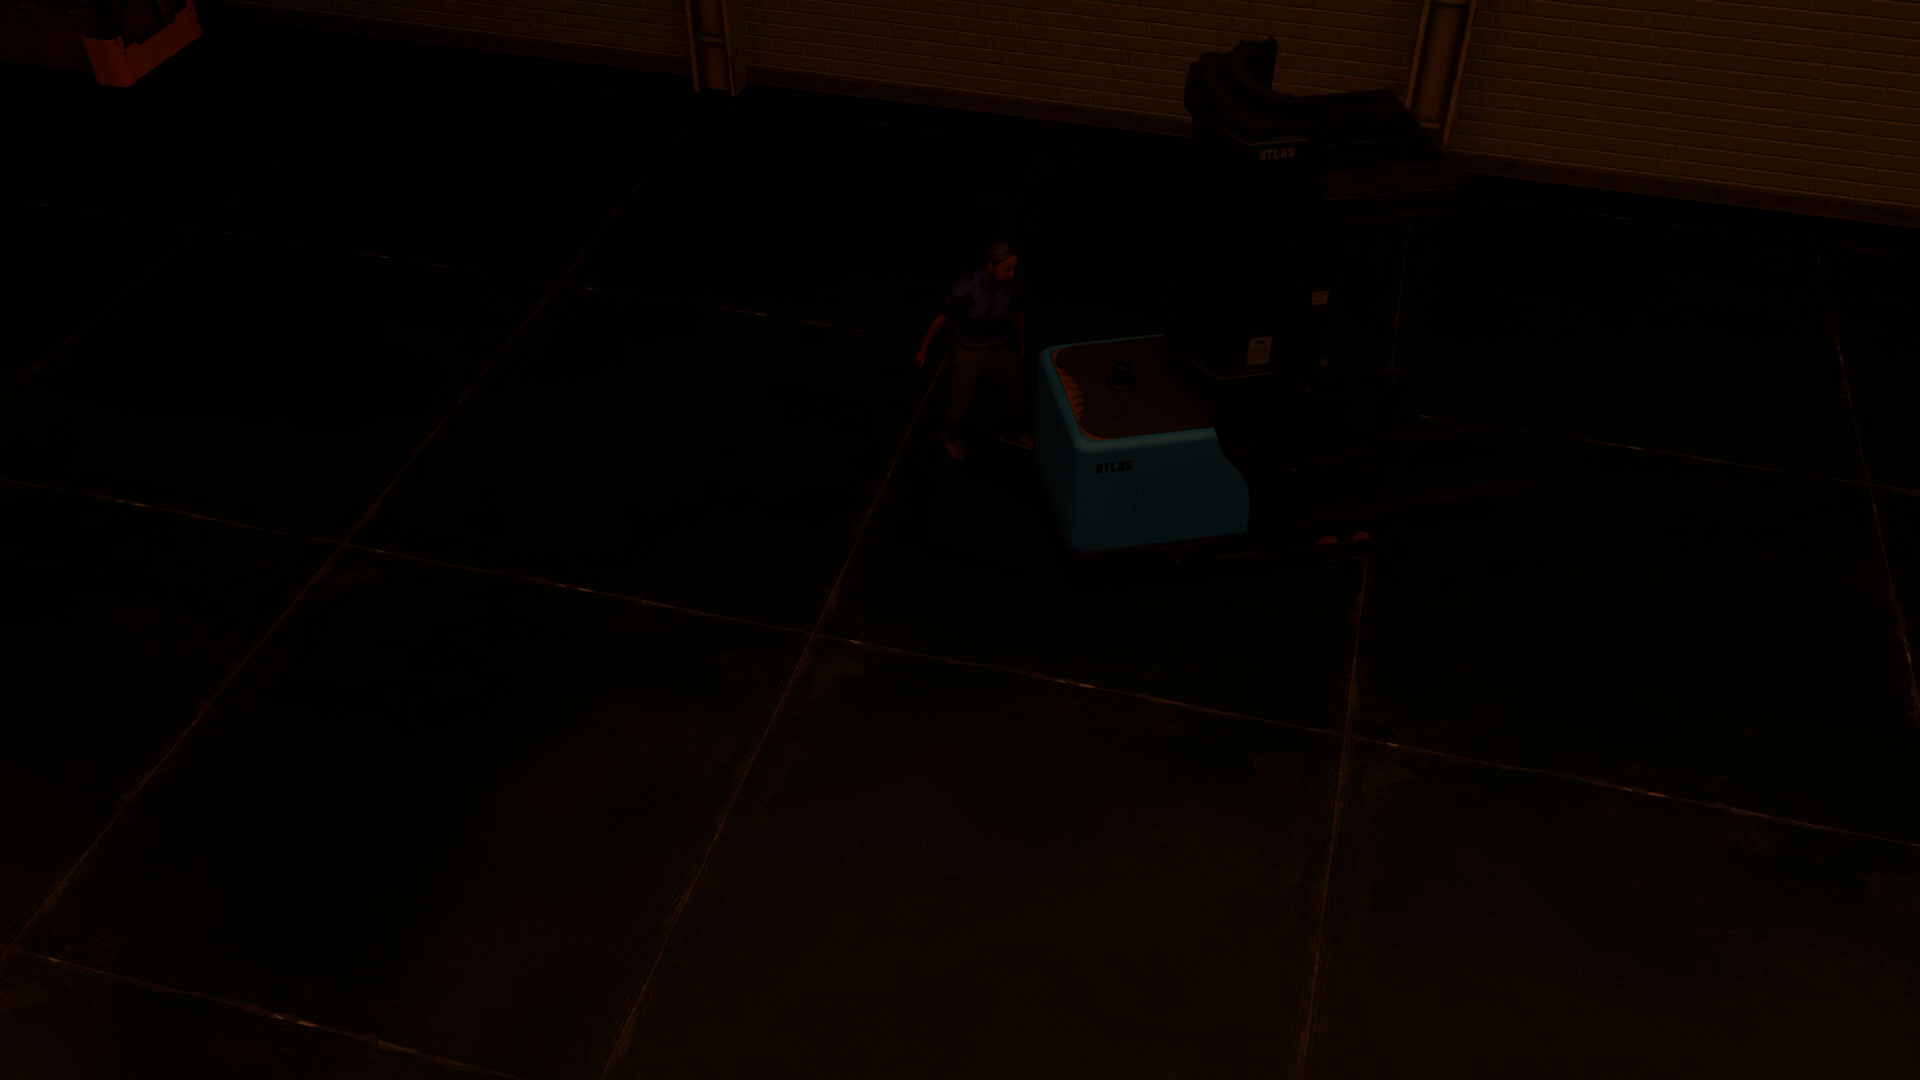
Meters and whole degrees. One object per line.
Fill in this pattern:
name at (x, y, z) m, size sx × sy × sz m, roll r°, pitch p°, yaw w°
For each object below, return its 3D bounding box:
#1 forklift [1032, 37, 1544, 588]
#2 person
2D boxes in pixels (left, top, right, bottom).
forklift at (2.015, -1.302, 9.347) m, size 3.031 × 2.935 × 1.130 m, roll -7°, pitch 42°, yaw -8°
person at (0.125, -1.161, 10.237) m, size 0.815 × 1.634 × 0.446 m, roll -11°, pitch 43°, yaw -13°
